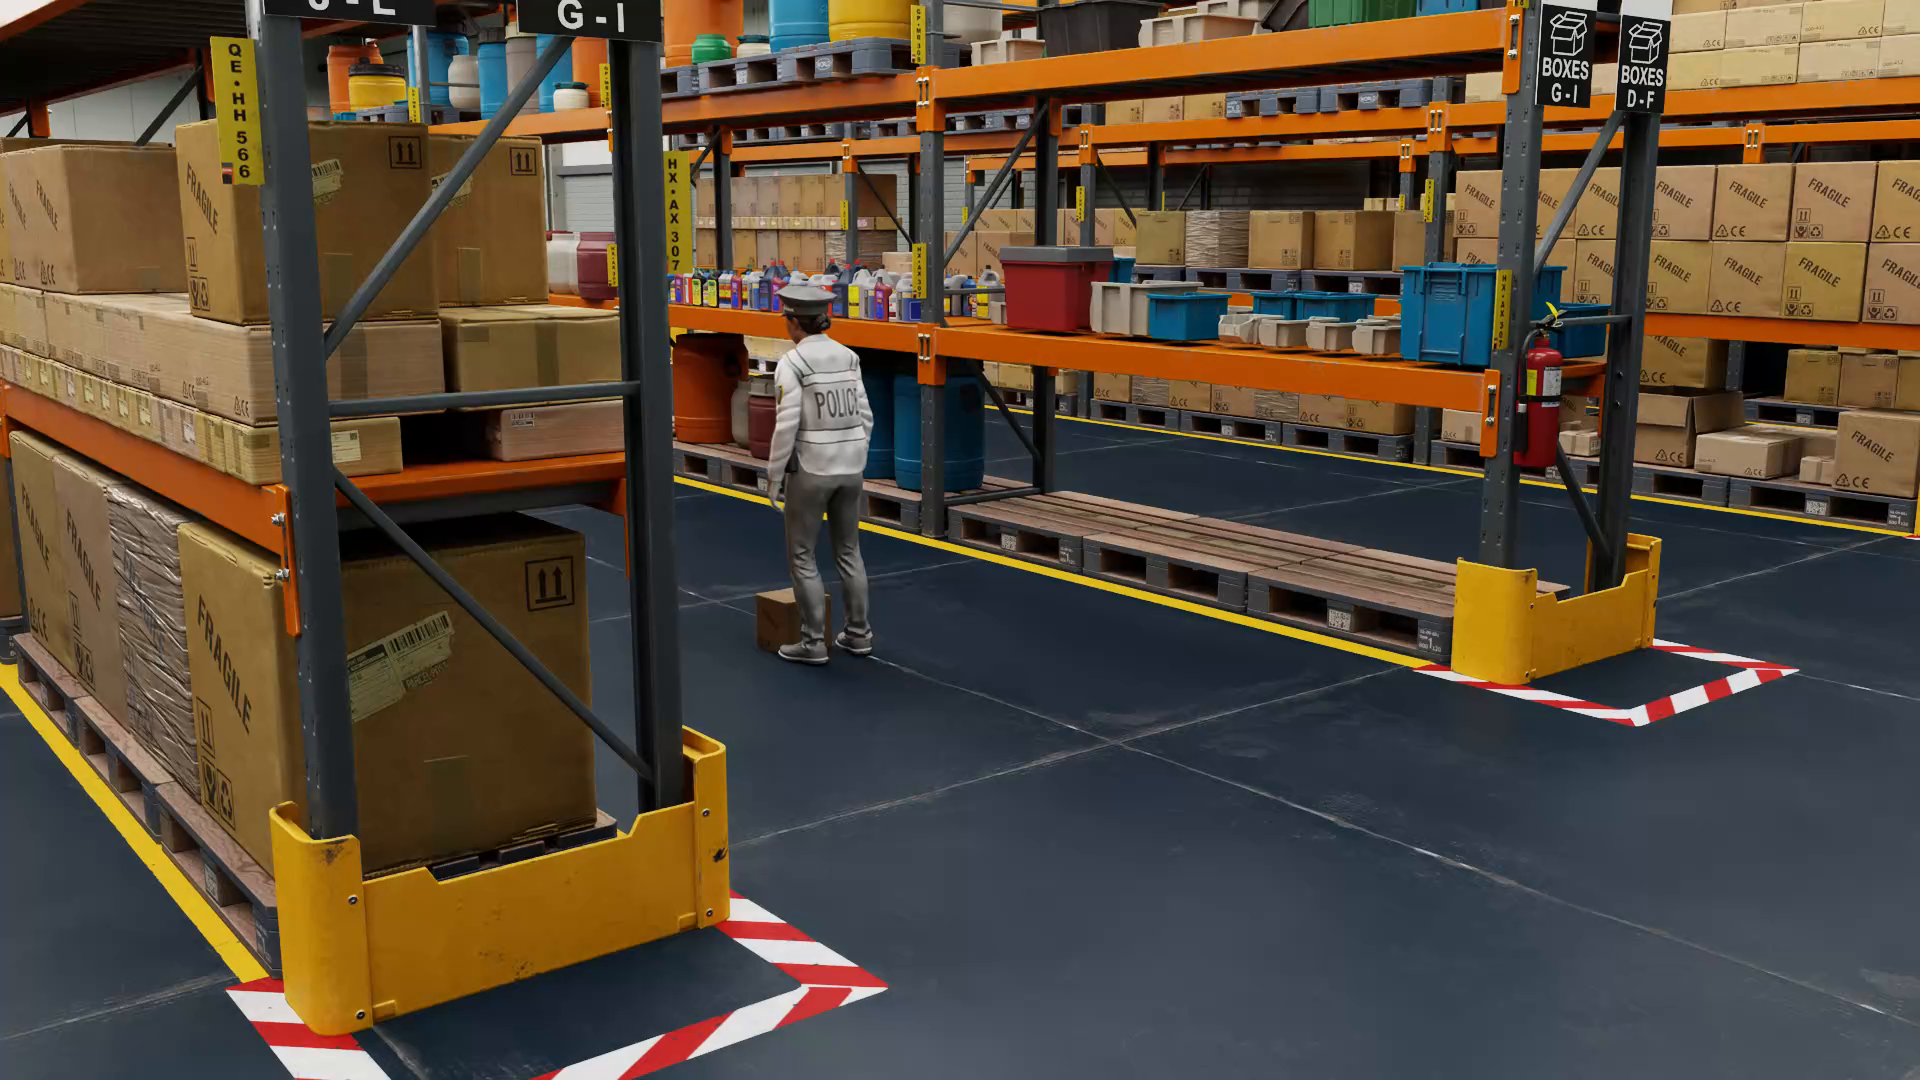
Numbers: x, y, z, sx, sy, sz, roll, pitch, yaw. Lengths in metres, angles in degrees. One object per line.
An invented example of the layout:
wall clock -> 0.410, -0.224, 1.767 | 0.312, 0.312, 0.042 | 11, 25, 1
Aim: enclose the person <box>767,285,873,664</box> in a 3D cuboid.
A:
person -> -0.619, -0.284, 7.373 | 0.547, 1.666, 0.371 | -10, 15, -41
